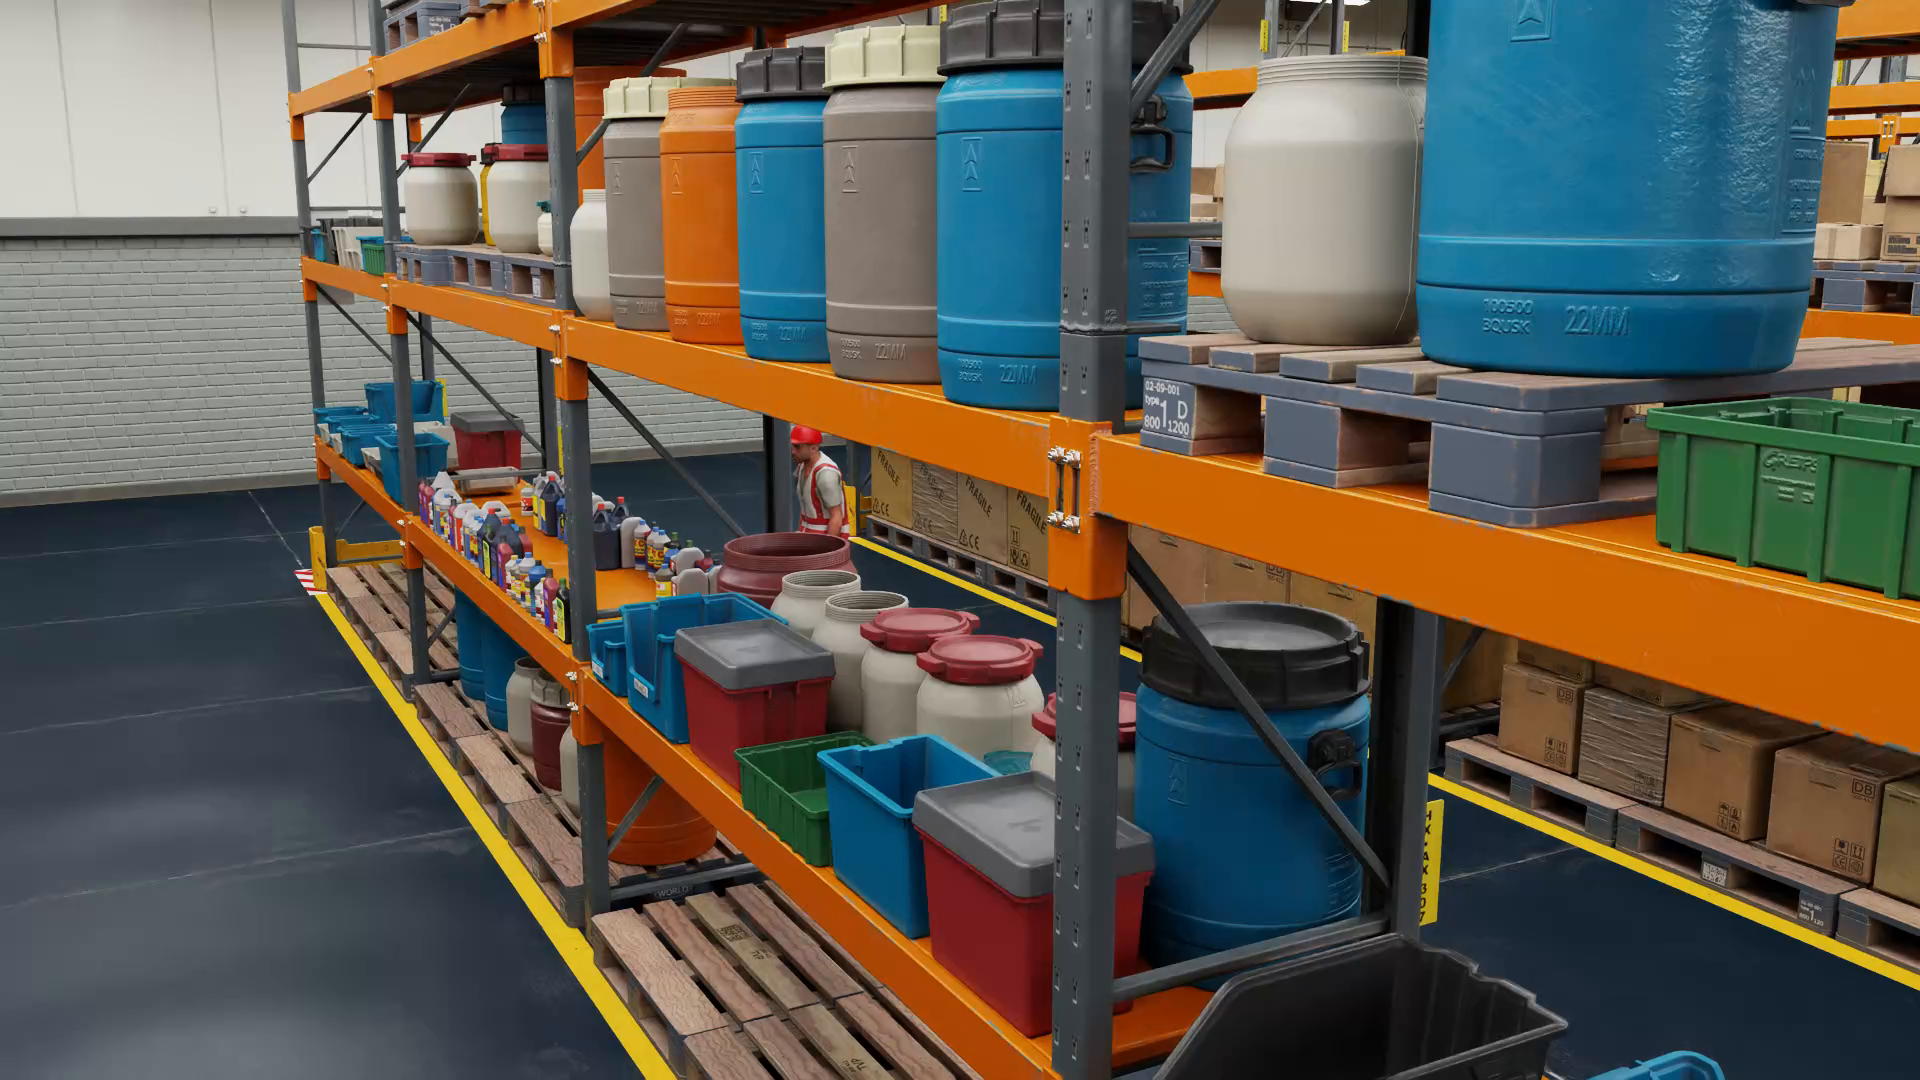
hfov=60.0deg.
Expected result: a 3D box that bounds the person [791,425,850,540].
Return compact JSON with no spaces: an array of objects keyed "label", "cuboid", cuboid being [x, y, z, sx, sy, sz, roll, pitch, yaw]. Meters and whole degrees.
[{"label":"person","cuboid":[-1.024,0.046,11.689,0.453,1.778,0.604,-6,13,-28]}]
